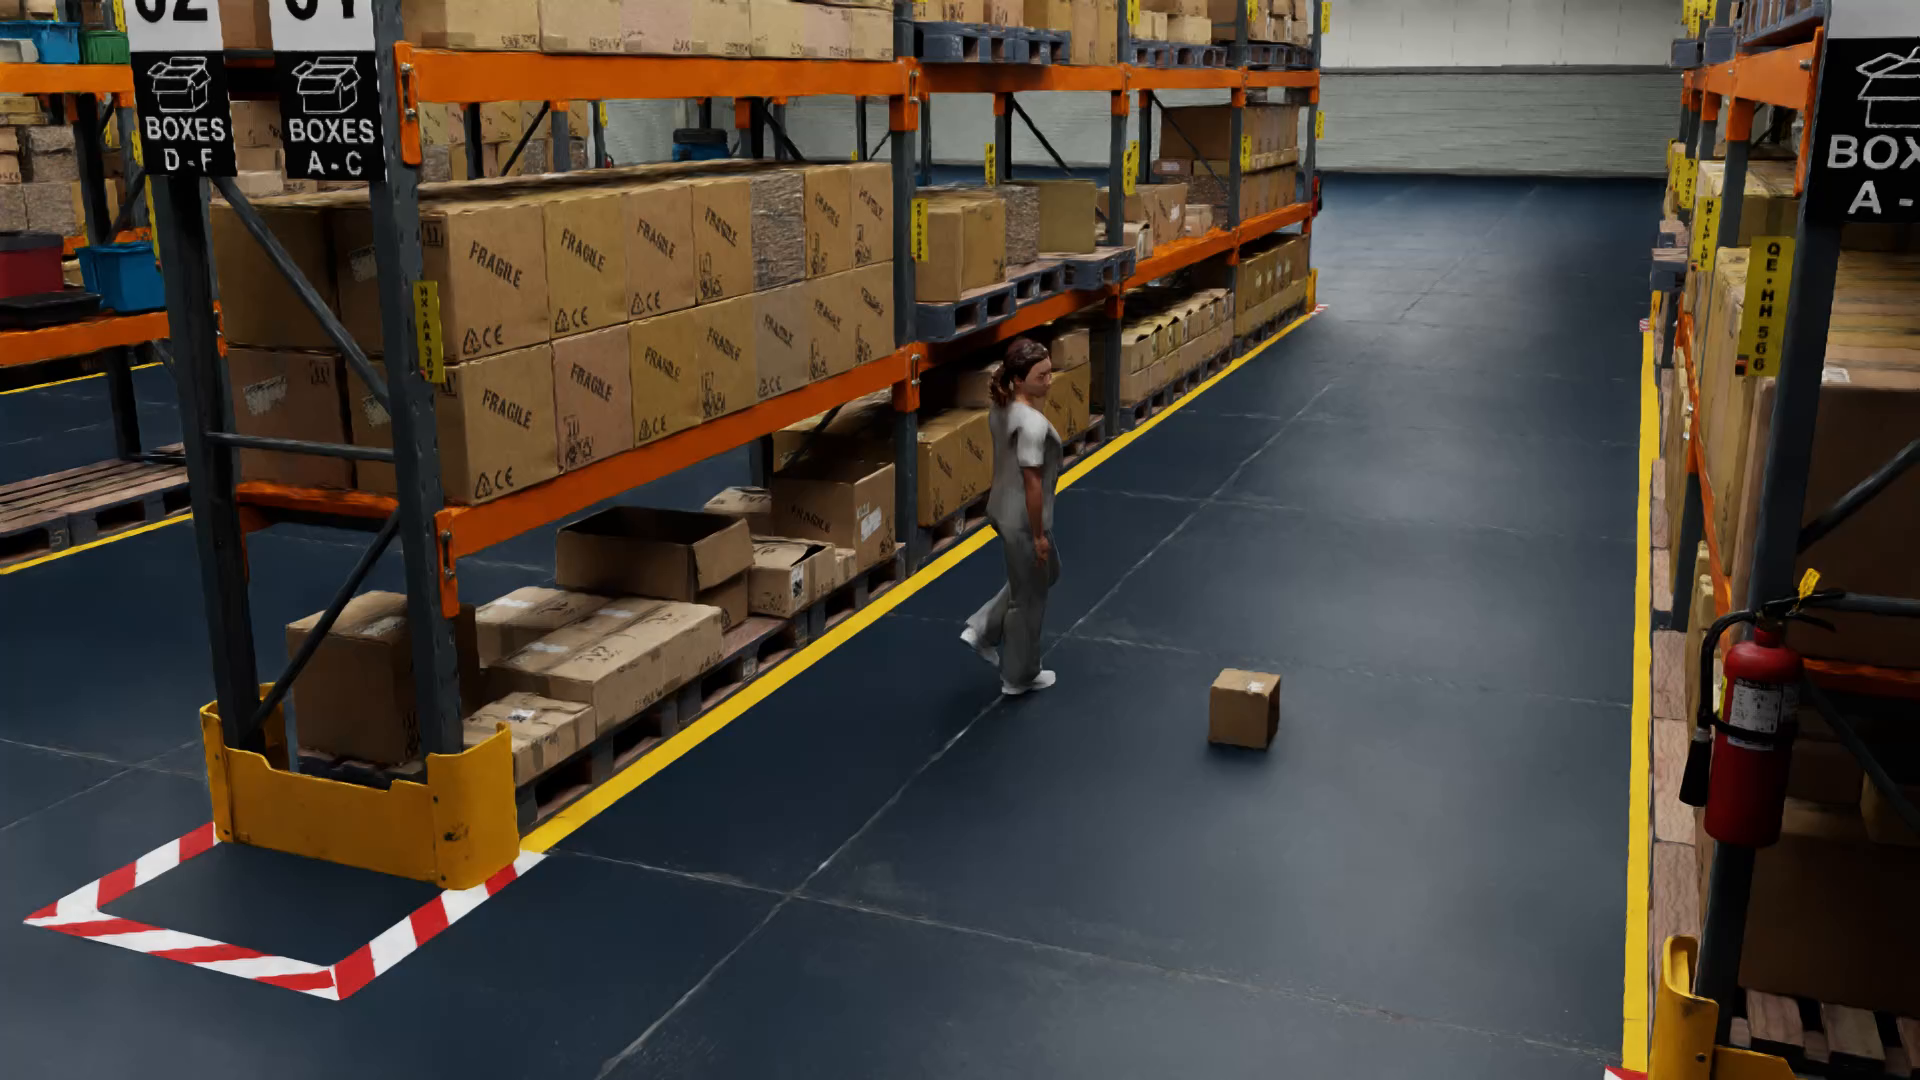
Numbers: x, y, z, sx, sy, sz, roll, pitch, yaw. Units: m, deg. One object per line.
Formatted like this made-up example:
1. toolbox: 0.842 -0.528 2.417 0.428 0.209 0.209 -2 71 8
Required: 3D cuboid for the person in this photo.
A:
1. person: 0.289 -0.074 7.323 0.491 1.659 0.540 -7 17 -22
